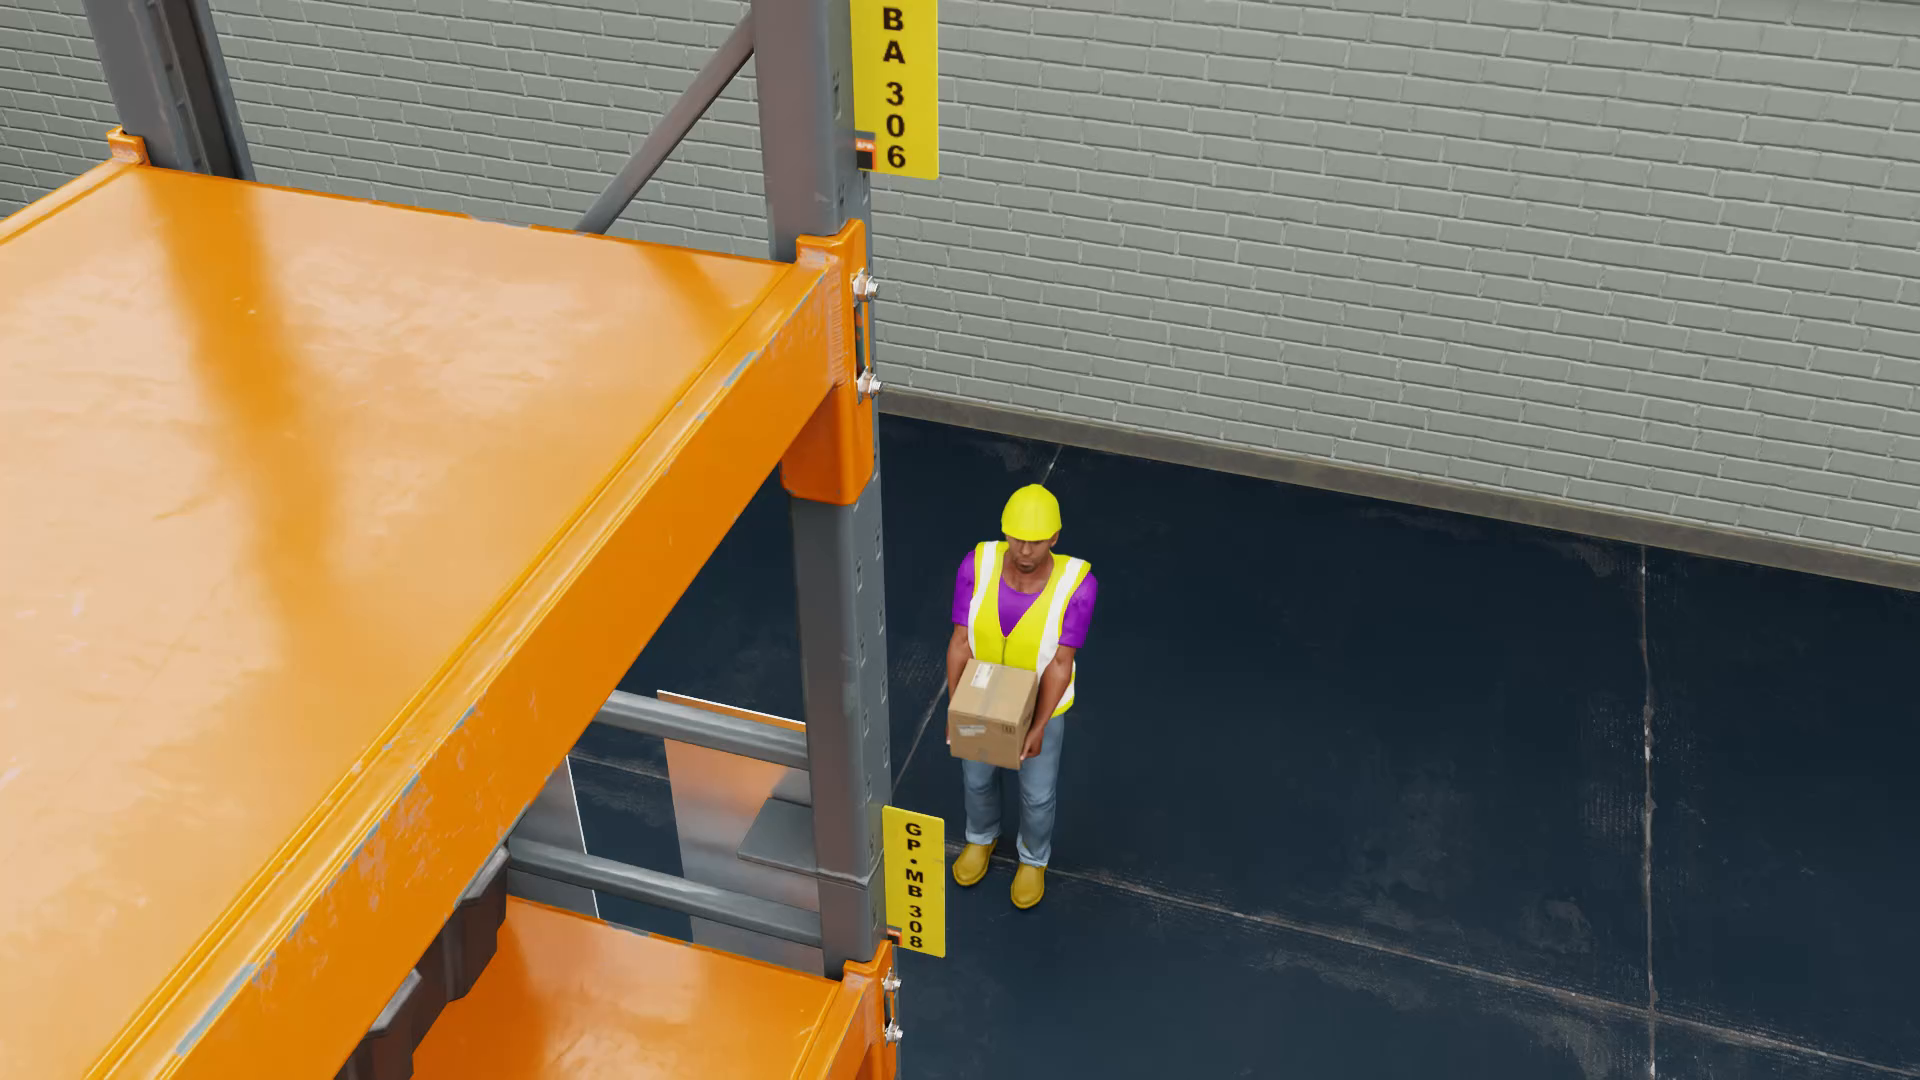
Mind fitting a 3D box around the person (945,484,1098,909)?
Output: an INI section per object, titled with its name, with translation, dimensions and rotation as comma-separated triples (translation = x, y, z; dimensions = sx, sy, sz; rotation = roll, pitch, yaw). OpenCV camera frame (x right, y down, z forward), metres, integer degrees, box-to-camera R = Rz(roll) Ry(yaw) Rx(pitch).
[person]
translation = 0.187, 0.632, 6.036
dimensions = 0.502, 1.758, 0.587
rotation = 11, 38, 14
